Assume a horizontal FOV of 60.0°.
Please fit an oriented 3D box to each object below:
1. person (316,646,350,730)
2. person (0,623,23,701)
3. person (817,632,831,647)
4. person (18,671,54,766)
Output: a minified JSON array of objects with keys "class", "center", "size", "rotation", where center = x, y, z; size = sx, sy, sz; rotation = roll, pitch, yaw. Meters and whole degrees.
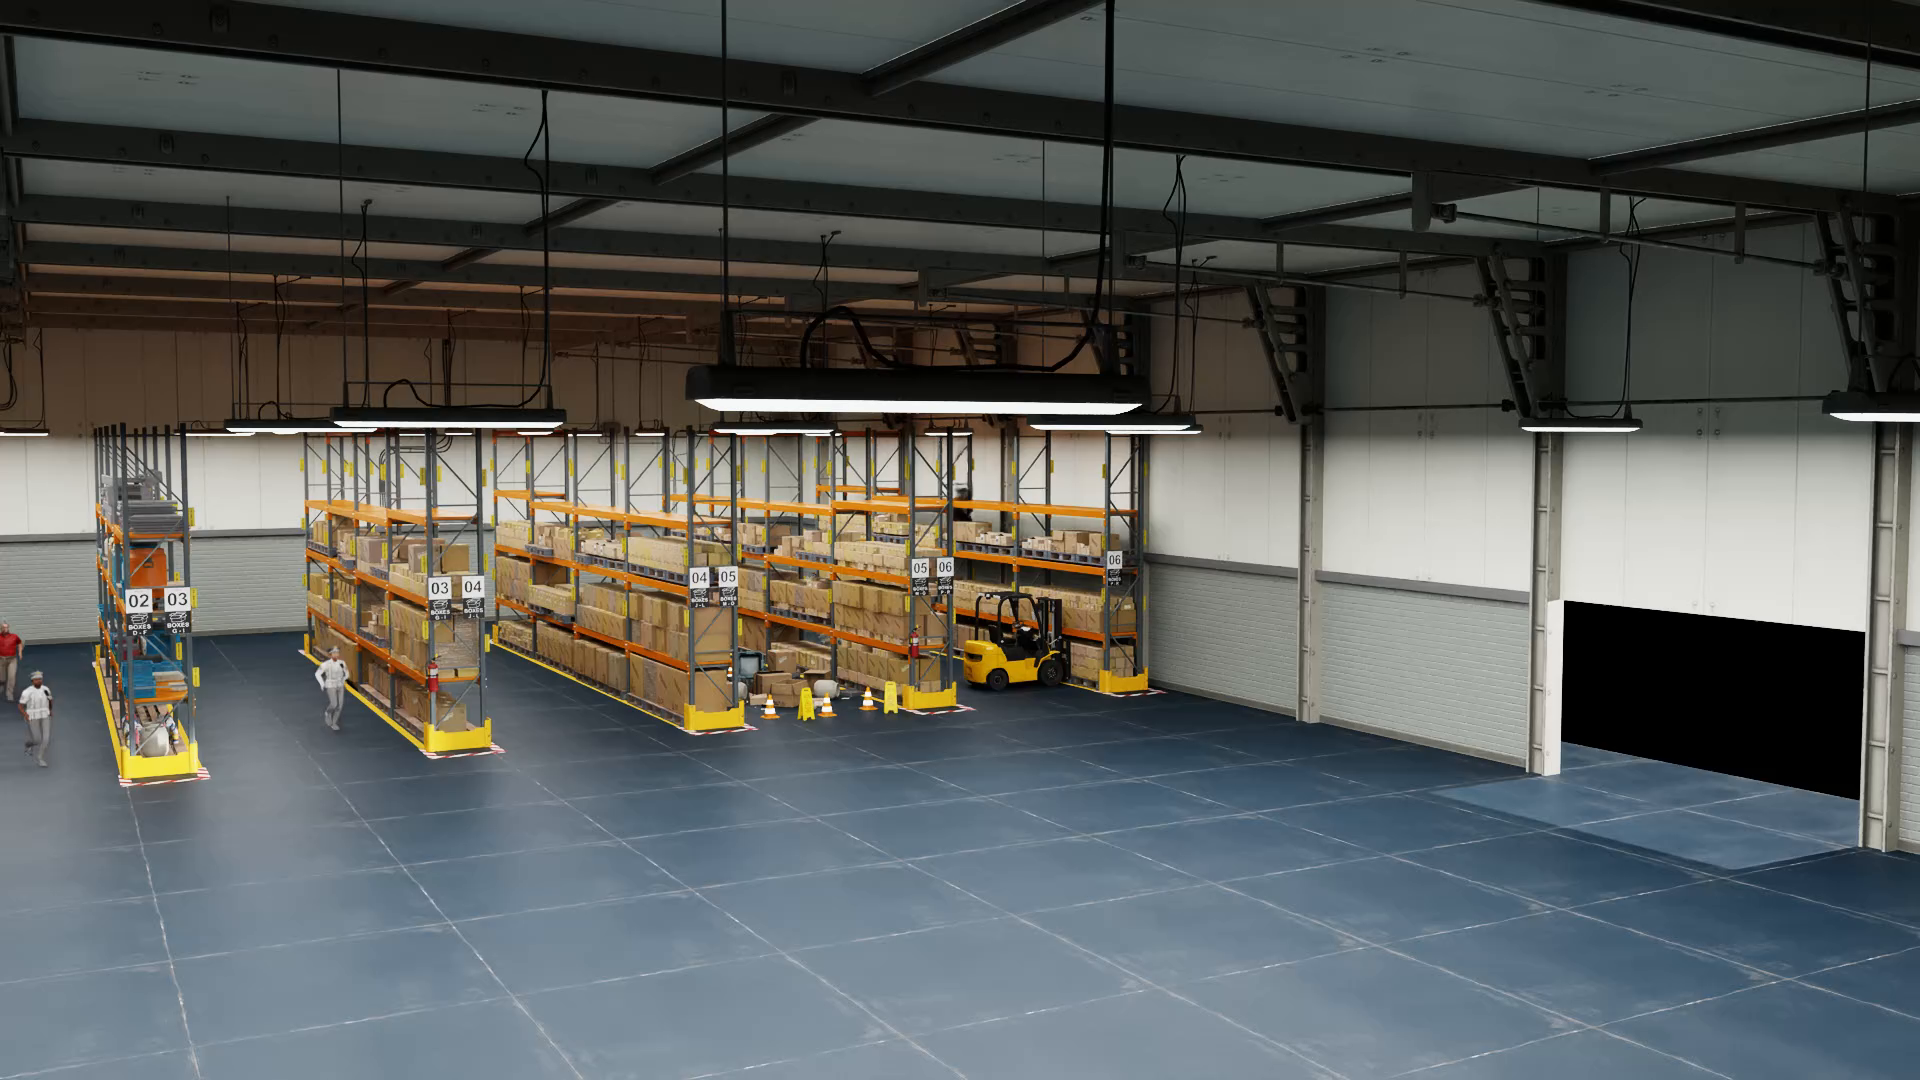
[{"class":"person","center":[-12.288,2.913,32.721],"size":[0.603,1.659,0.541],"rotation":[-3,5,-40]},{"class":"person","center":[-20.928,2.670,36.521],"size":[0.678,1.692,0.917],"rotation":[-2,4,-36]},{"class":"person","center":[-3.659,2.125,44.868],"size":[0.695,1.783,0.667],"rotation":[-2,4,-26]},{"class":"person","center":[-16.258,3.129,29.301],"size":[0.578,1.665,0.582],"rotation":[3,5,41]}]
